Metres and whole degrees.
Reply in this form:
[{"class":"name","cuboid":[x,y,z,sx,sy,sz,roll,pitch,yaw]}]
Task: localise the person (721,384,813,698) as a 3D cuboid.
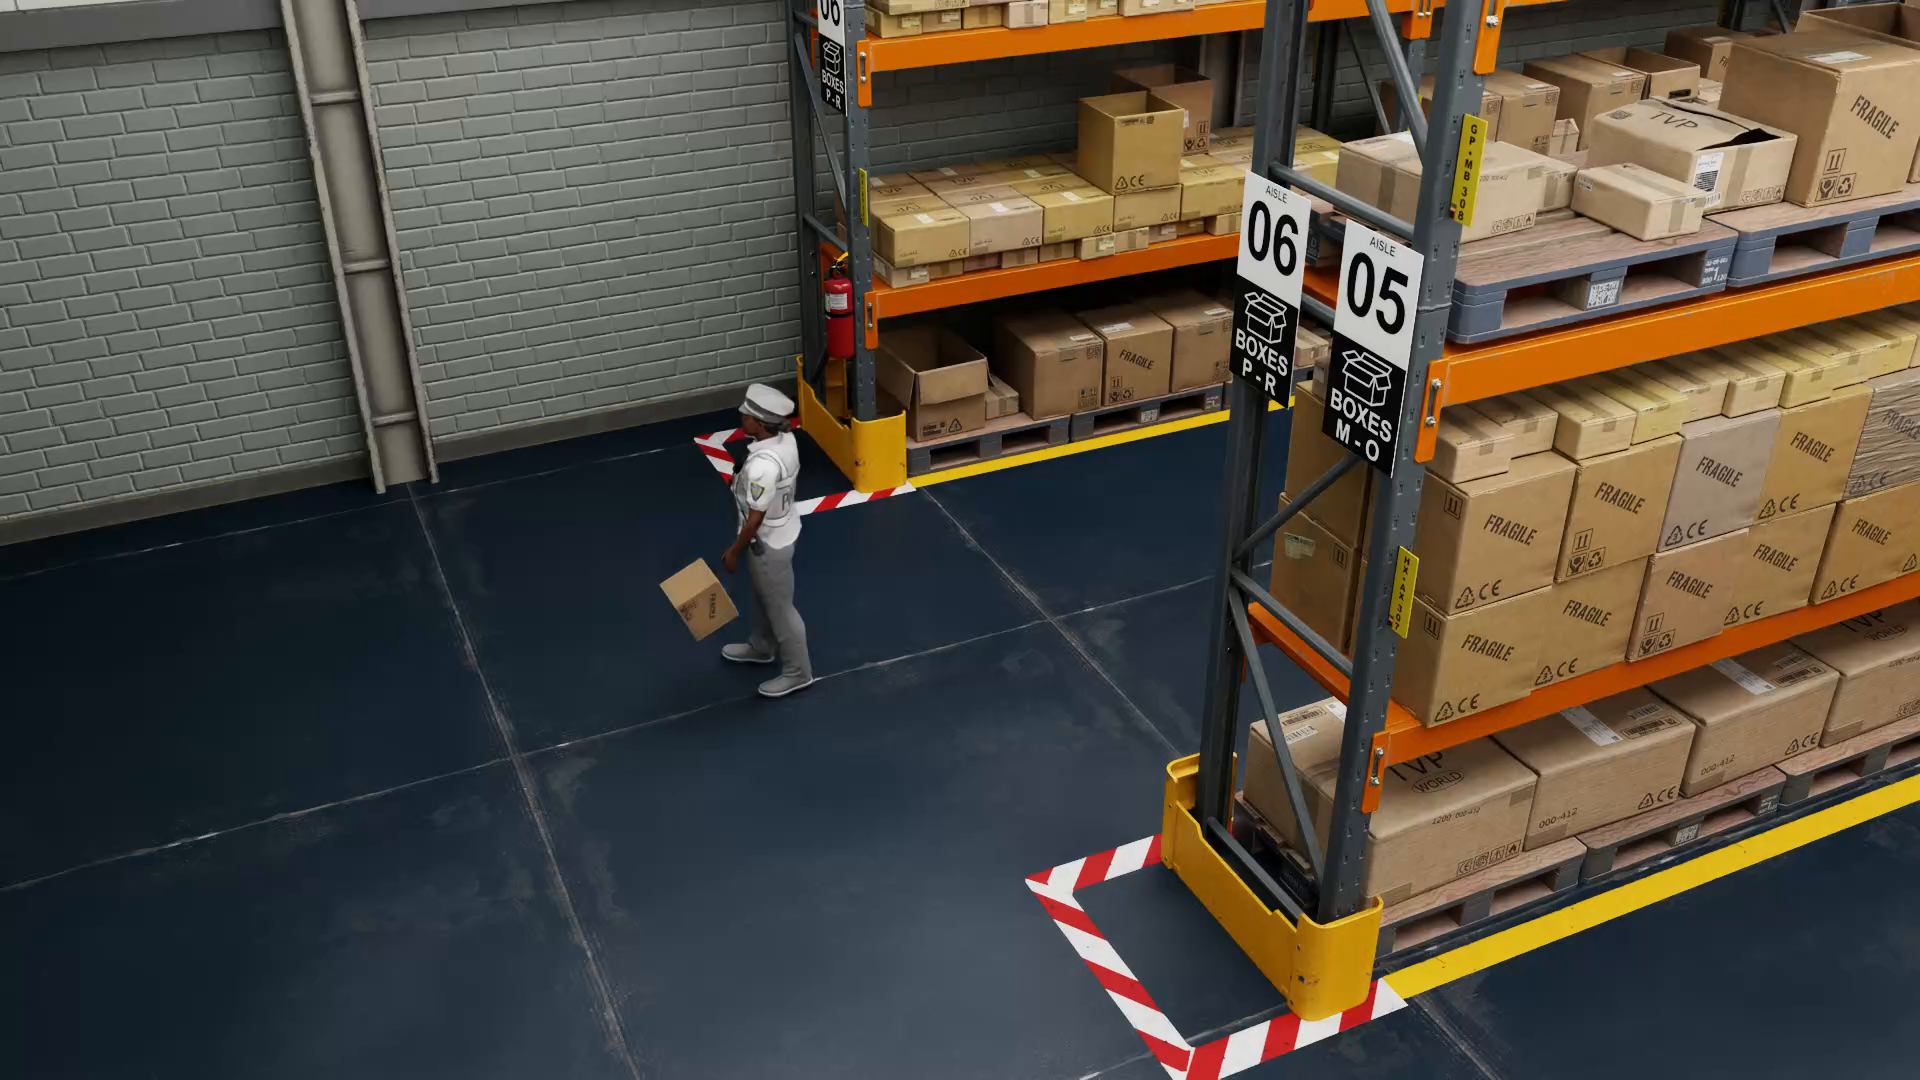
[{"class":"person","cuboid":[-1.038,-0.013,8.423,0.539,1.687,0.524,3,30,6]}]
